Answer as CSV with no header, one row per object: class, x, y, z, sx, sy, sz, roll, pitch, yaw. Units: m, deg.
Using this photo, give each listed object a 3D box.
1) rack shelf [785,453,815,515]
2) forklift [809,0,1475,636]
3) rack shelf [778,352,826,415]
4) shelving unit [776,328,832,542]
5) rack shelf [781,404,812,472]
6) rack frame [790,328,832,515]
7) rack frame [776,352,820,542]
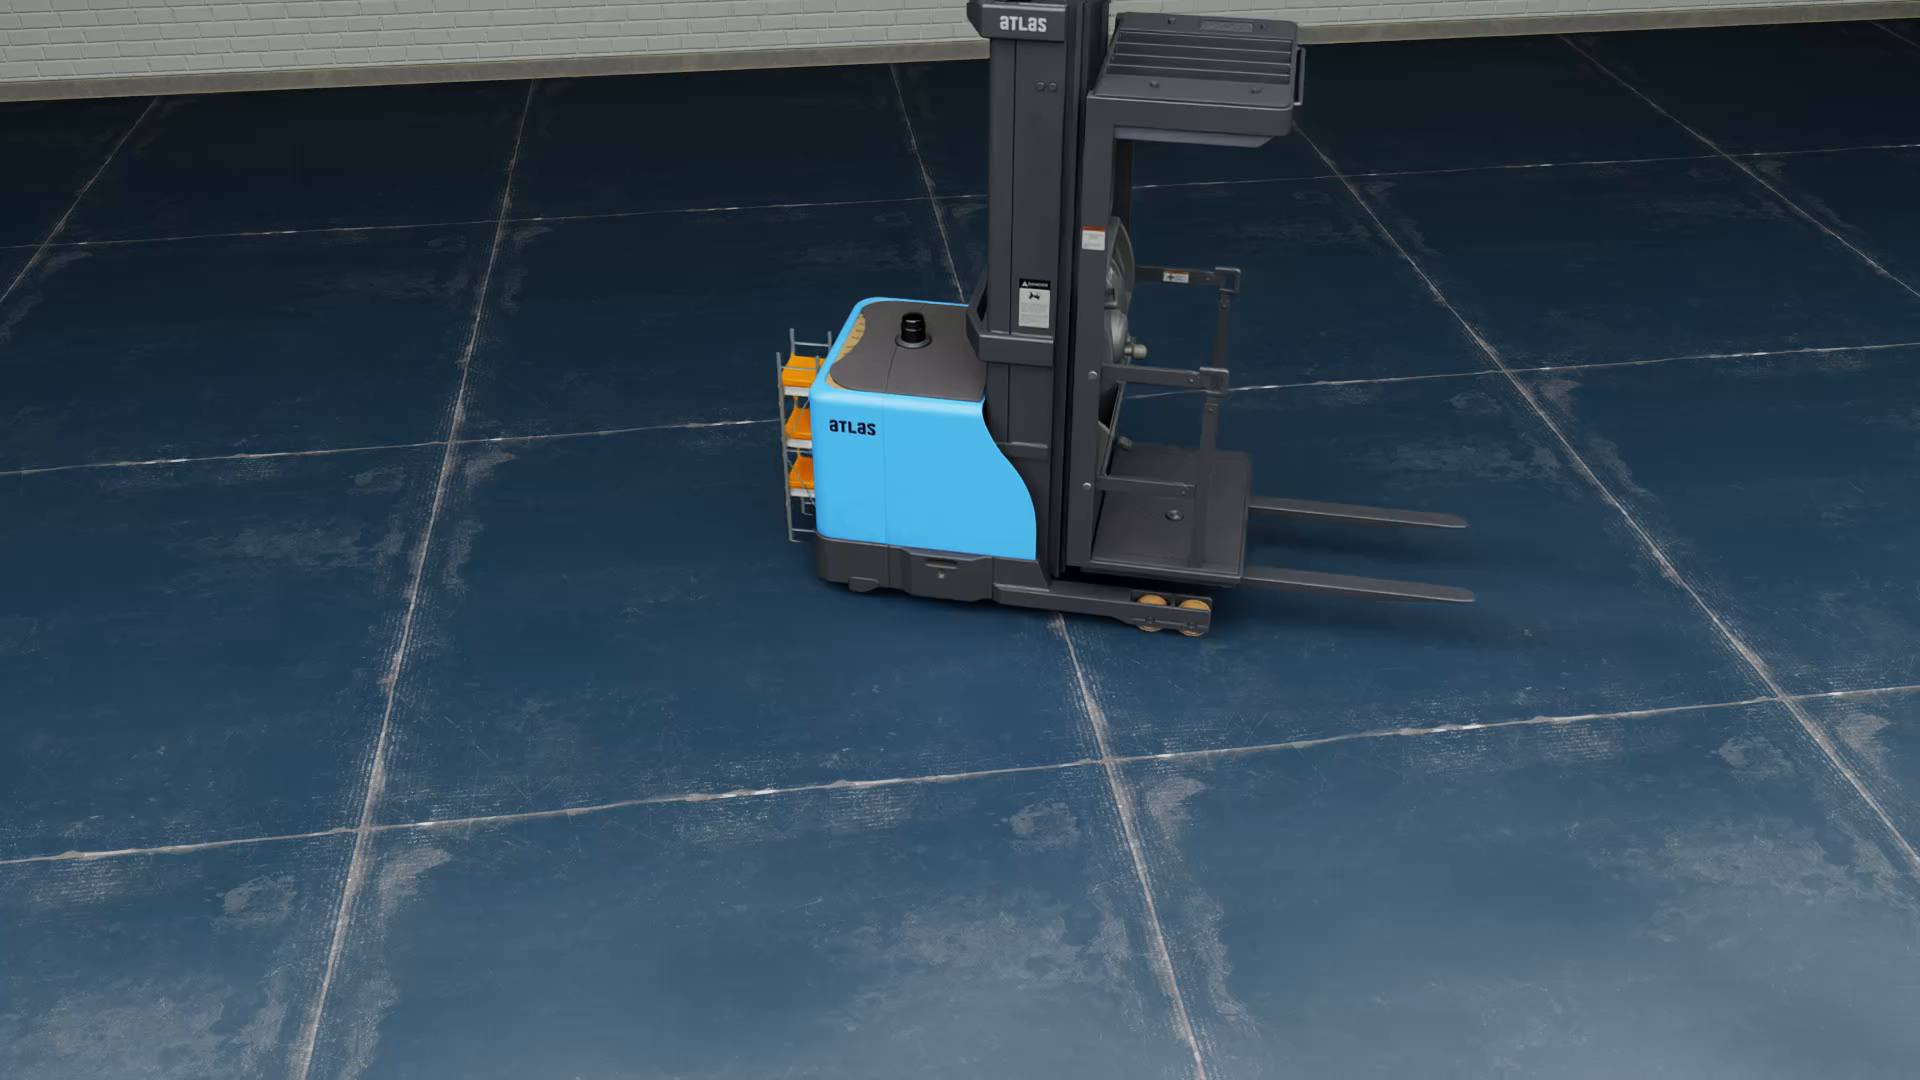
rack shelf,-0.725,-0.249,8.195,0.215,0.259,0.240,6,35,8
forklift,0.883,-1.097,7.258,3.031,2.935,1.130,6,35,9
rack shelf,-0.725,-0.713,7.879,0.215,0.259,0.240,6,35,8
shelving unit,-0.725,-0.487,8.033,0.215,1.050,0.252,6,35,8
rack shelf,-0.725,-0.479,8.039,0.215,0.259,0.240,6,35,8
rack frame,-0.704,-0.555,8.132,0.200,1.050,0.008,6,35,8
rack frame,-0.746,-0.420,7.933,0.200,1.050,0.008,6,35,8
